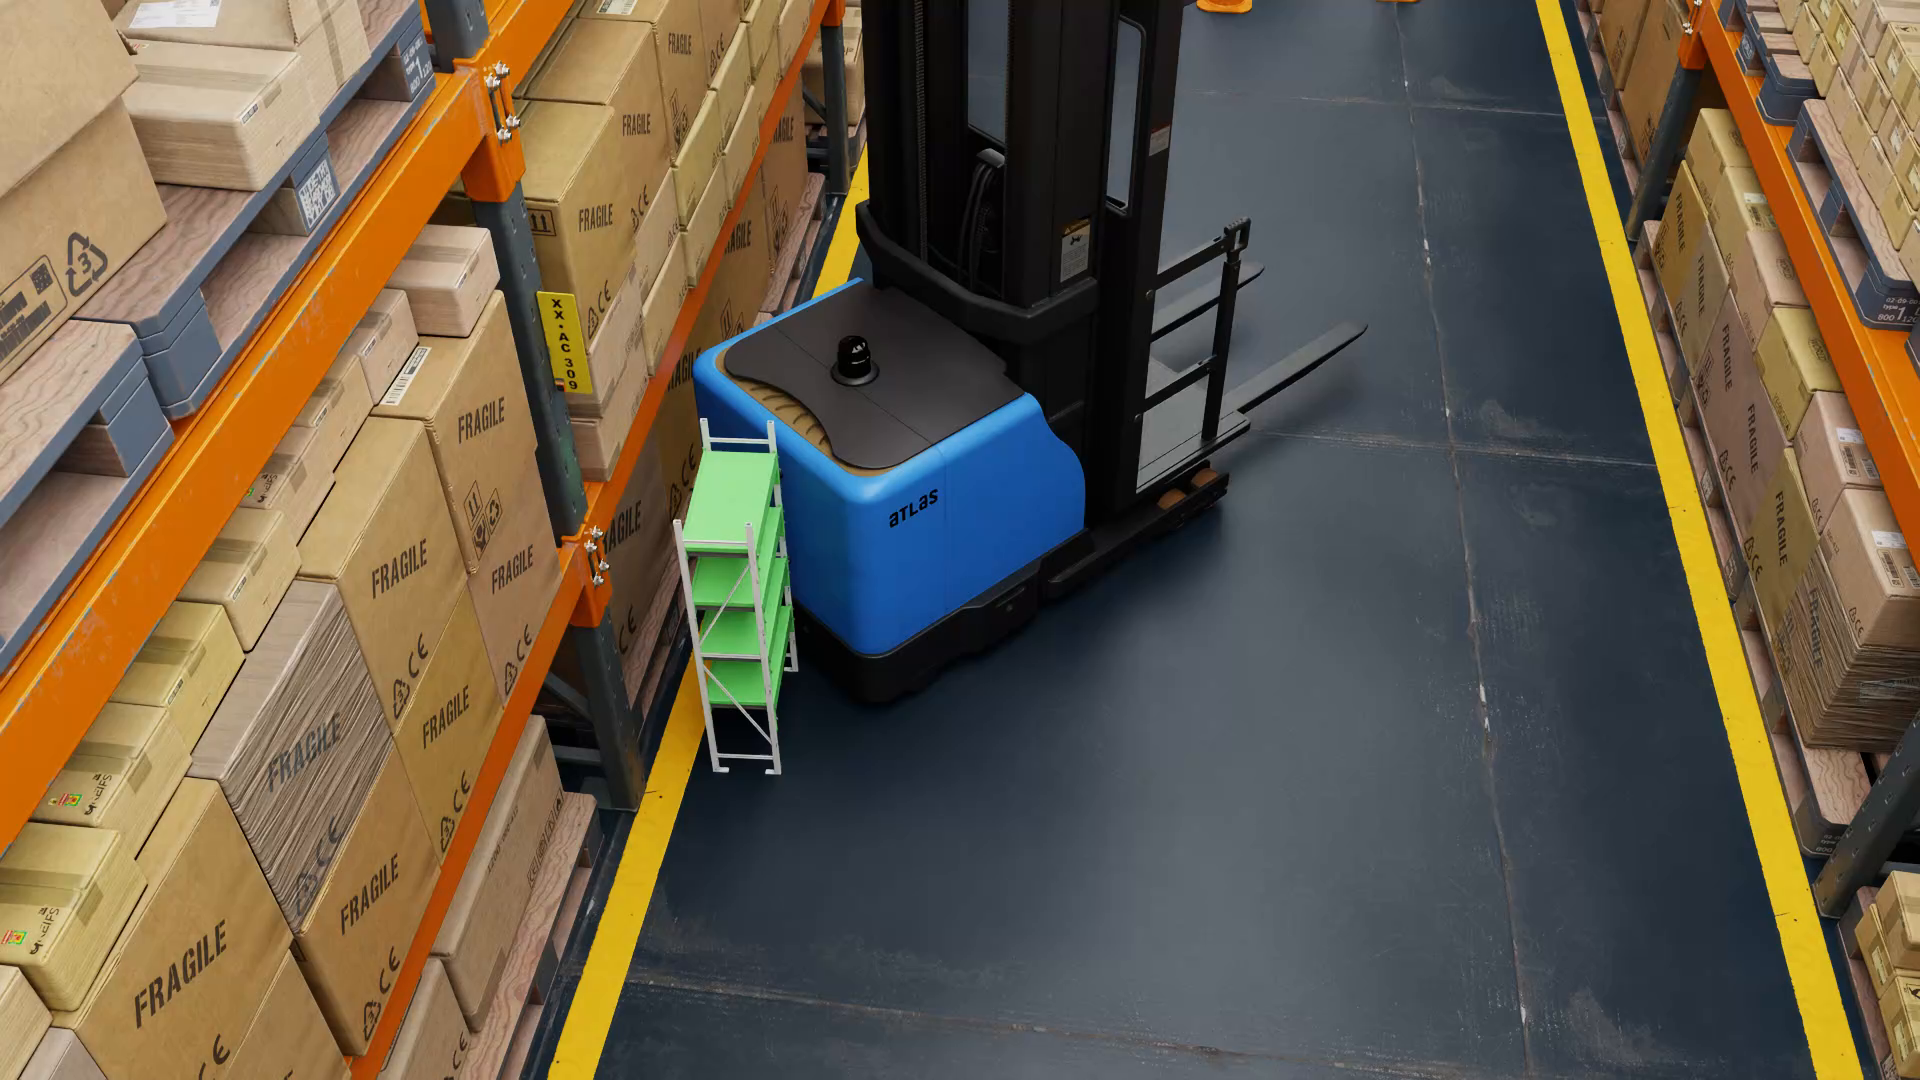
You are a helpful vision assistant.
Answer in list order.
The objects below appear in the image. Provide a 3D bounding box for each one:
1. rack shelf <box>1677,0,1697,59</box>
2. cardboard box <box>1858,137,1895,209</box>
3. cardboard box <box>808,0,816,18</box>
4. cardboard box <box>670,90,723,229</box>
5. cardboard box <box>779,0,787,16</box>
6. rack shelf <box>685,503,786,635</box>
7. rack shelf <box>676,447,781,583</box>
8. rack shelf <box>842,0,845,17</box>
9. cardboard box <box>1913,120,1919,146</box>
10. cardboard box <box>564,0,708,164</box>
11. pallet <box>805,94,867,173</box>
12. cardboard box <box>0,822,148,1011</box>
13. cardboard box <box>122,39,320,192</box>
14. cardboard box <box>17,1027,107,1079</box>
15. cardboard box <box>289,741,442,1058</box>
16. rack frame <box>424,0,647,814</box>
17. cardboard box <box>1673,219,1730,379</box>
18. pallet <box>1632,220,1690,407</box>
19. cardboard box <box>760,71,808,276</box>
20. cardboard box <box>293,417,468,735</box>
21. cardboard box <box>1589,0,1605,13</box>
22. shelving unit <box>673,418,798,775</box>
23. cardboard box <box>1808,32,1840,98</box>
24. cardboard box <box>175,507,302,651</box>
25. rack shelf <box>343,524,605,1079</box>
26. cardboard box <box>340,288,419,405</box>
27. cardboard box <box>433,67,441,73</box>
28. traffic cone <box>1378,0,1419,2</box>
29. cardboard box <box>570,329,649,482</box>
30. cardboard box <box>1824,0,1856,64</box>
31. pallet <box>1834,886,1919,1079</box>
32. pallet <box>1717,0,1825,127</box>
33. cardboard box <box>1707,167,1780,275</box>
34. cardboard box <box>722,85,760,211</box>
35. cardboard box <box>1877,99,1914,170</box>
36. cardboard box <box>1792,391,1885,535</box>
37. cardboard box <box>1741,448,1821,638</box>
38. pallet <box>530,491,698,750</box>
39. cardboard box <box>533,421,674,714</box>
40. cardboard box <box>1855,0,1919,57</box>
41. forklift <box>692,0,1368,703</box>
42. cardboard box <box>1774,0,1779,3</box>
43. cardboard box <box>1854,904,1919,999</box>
[{"bbox_3d":[4.111,-3.676,8.974,1.077,0.370,4.000,5,44,6],"label":"rack shelf"},{"bbox_3d":[3.378,-1.268,5.784,0.380,0.149,0.250,4,44,4],"label":"cardboard box"},{"bbox_3d":[-0.883,-2.532,7.352,0.500,0.250,0.500,4,44,4],"label":"cardboard box"},{"bbox_3d":[-1.131,-1.330,5.718,0.500,0.250,0.500,6,44,6],"label":"cardboard box"},{"bbox_3d":[-0.950,-2.379,6.826,0.500,0.250,0.500,4,44,4],"label":"cardboard box"},{"bbox_3d":[-0.739,0.088,5.528,0.258,0.148,0.480,2,43,2],"label":"rack shelf"},{"bbox_3d":[-0.739,-0.086,5.363,0.258,0.148,0.480,2,43,2],"label":"rack shelf"},{"bbox_3d":[-0.809,-4.057,9.376,1.077,0.370,4.000,5,44,6],"label":"rack shelf"},{"bbox_3d":[3.350,-1.305,5.391,0.380,0.149,0.250,3,44,4],"label":"cardboard box"},{"bbox_3d":[-1.151,-1.593,5.451,0.500,0.500,0.500,4,44,4],"label":"cardboard box"},{"bbox_3d":[-0.969,-2.475,9.210,1.003,0.211,1.213,5,44,6],"label":"pallet"},{"bbox_3d":[-1.563,0.592,2.671,0.380,0.149,0.250,4,44,4],"label":"cardboard box"},{"bbox_3d":[-1.405,-0.771,3.006,0.380,0.149,0.250,6,44,7],"label":"cardboard box"},{"bbox_3d":[-1.664,1.092,2.615,0.500,0.500,0.500,5,44,5],"label":"cardboard box"},{"bbox_3d":[-1.525,0.769,3.683,0.500,0.500,0.500,5,44,5],"label":"cardboard box"},{"bbox_3d":[-1.603,-0.229,4.810,1.000,3.000,0.127,5,44,6],"label":"rack frame"},{"bbox_3d":[3.437,-1.017,7.155,0.500,0.500,0.500,6,44,6],"label":"cardboard box"},{"bbox_3d":[3.741,-1.029,7.683,1.003,0.211,1.213,5,44,6],"label":"pallet"},{"bbox_3d":[-1.247,-1.873,7.786,0.875,0.875,0.875,5,44,5],"label":"cardboard box"},{"bbox_3d":[-1.466,0.063,3.701,0.500,0.500,0.500,5,44,5],"label":"cardboard box"},{"bbox_3d":[4.251,-3.547,9.645,1.050,0.750,0.750,5,44,6],"label":"cardboard box"},{"bbox_3d":[-0.739,0.216,5.649,0.258,1.200,0.503,2,43,2],"label":"shelving unit"},{"bbox_3d":[3.482,-1.798,6.344,0.380,0.149,0.250,7,44,7],"label":"cardboard box"},{"bbox_3d":[-1.526,0.062,3.231,0.380,0.149,0.250,5,44,5],"label":"cardboard box"},{"bbox_3d":[-1.867,1.395,3.618,1.077,0.370,4.000,5,44,6],"label":"rack shelf"},{"bbox_3d":[-1.470,-0.455,3.777,0.380,0.149,0.250,6,44,7],"label":"cardboard box"},{"bbox_3d":[-1.731,-1.309,5.151,0.500,0.500,0.500,6,44,6],"label":"cardboard box"},{"bbox_3d":[2.701,-3.602,10.218,0.336,0.463,0.334,5,44,6],"label":"traffic cone"},{"bbox_3d":[-1.283,-0.450,5.153,0.500,0.250,0.500,4,44,5],"label":"cardboard box"},{"bbox_3d":[3.484,-1.893,6.228,0.380,0.149,0.250,5,44,6],"label":"cardboard box"},{"bbox_3d":[3.264,1.626,4.880,1.003,0.211,1.213,5,44,6],"label":"pallet"},{"bbox_3d":[3.858,-2.009,6.829,1.213,0.211,1.003,5,44,6],"label":"pallet"},{"bbox_3d":[3.448,-1.297,6.906,0.500,0.250,0.500,5,44,5],"label":"cardboard box"},{"bbox_3d":[-1.057,-1.491,6.252,0.500,0.250,0.500,5,44,5],"label":"cardboard box"},{"bbox_3d":[3.383,-1.370,5.676,0.380,0.149,0.250,7,44,7],"label":"cardboard box"},{"bbox_3d":[3.246,-0.245,5.794,0.500,0.250,0.500,7,44,7],"label":"cardboard box"},{"bbox_3d":[3.234,0.030,6.049,0.500,0.500,0.500,4,44,5],"label":"cardboard box"},{"bbox_3d":[-1.575,0.251,6.331,1.003,0.211,1.213,5,44,6],"label":"pallet"},{"bbox_3d":[-1.600,-0.040,5.850,0.875,0.875,0.875,6,44,7],"label":"cardboard box"},{"bbox_3d":[3.454,-1.839,5.955,0.380,0.149,0.250,7,44,7],"label":"cardboard box"},{"bbox_3d":[0.473,-1.351,6.045,3.031,2.935,1.130,-31,52,-29],"label":"forklift"},{"bbox_3d":[3.587,-2.349,6.926,0.380,0.149,0.250,5,44,5],"label":"cardboard box"},{"bbox_3d":[2.951,1.254,5.012,0.380,0.149,0.250,3,44,4],"label":"cardboard box"}]
